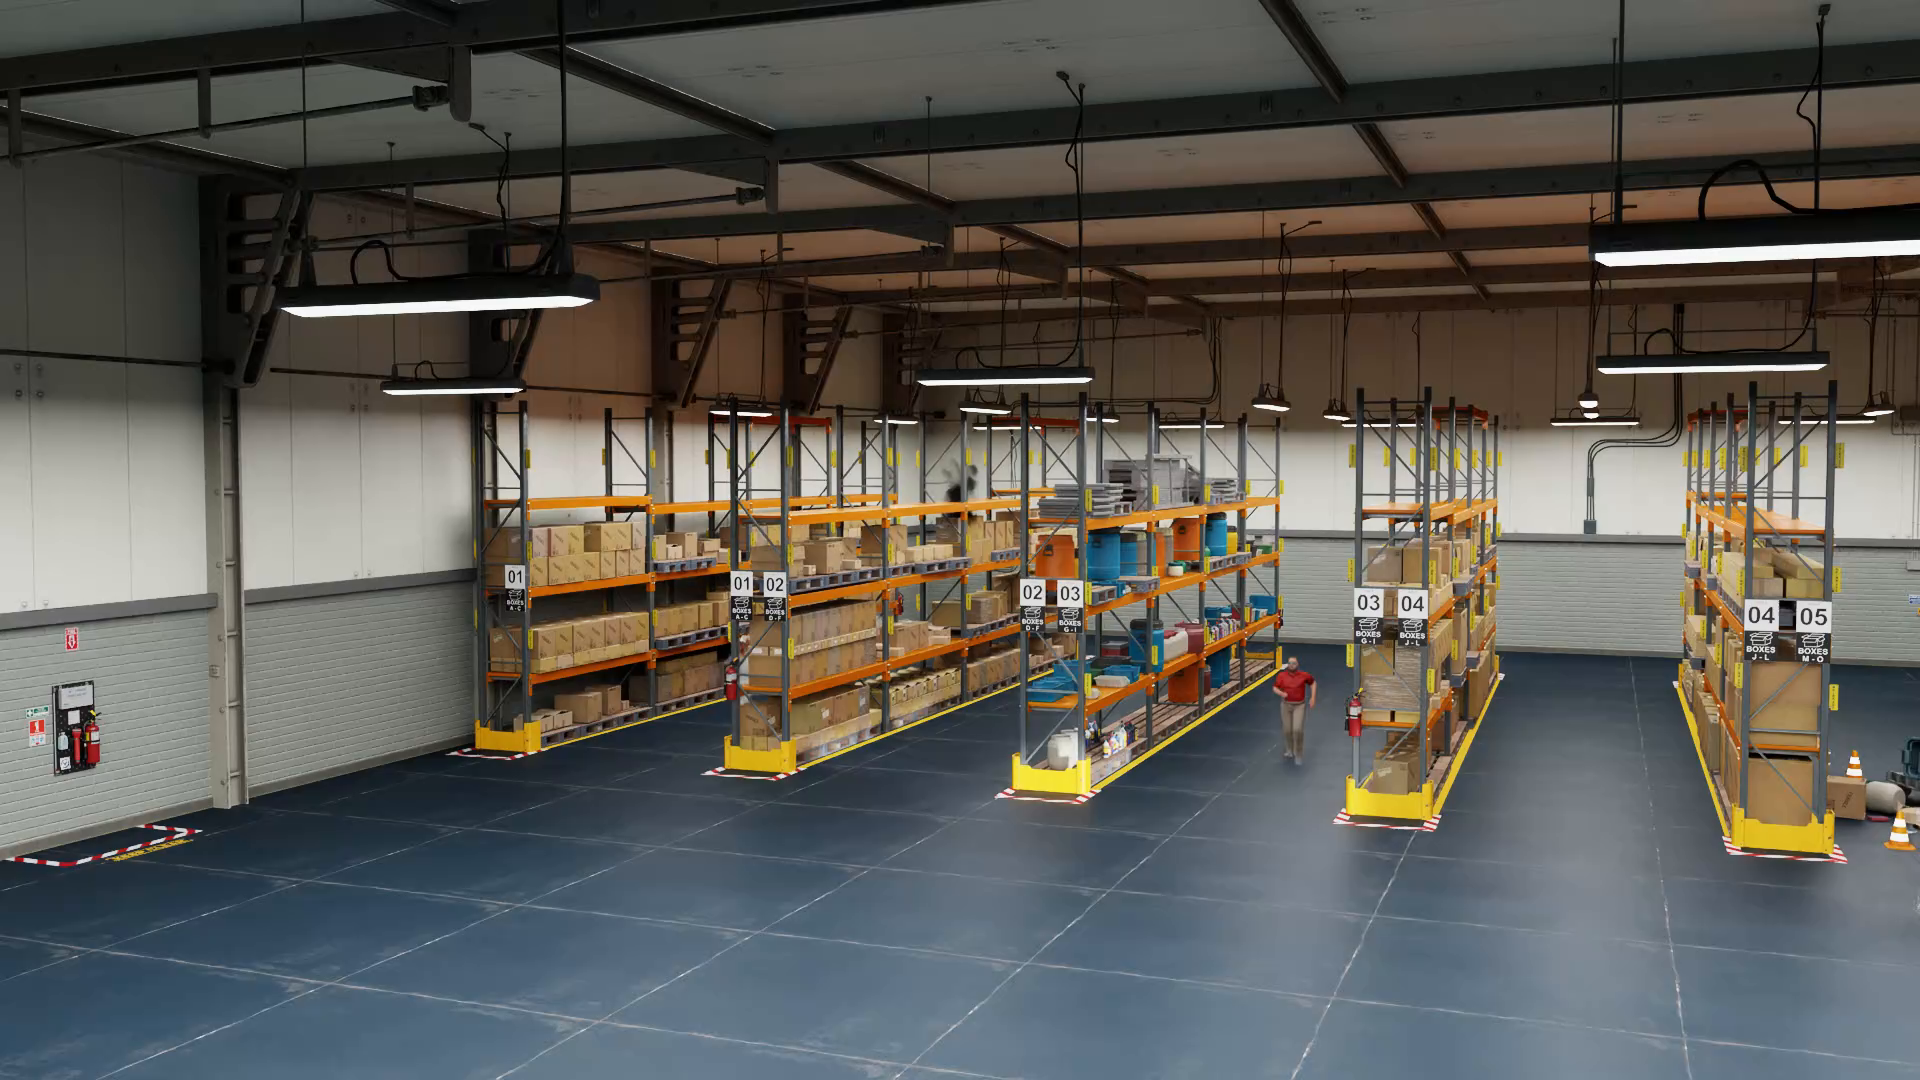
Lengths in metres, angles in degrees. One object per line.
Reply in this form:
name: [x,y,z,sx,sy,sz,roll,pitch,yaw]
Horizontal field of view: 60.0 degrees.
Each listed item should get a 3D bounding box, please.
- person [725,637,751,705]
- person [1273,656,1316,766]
person: [-3.955,2.644,30.113,0.650,1.774,0.674,1,3,15]
person: [5.505,2.827,27.444,0.683,1.821,0.783,1,3,19]
